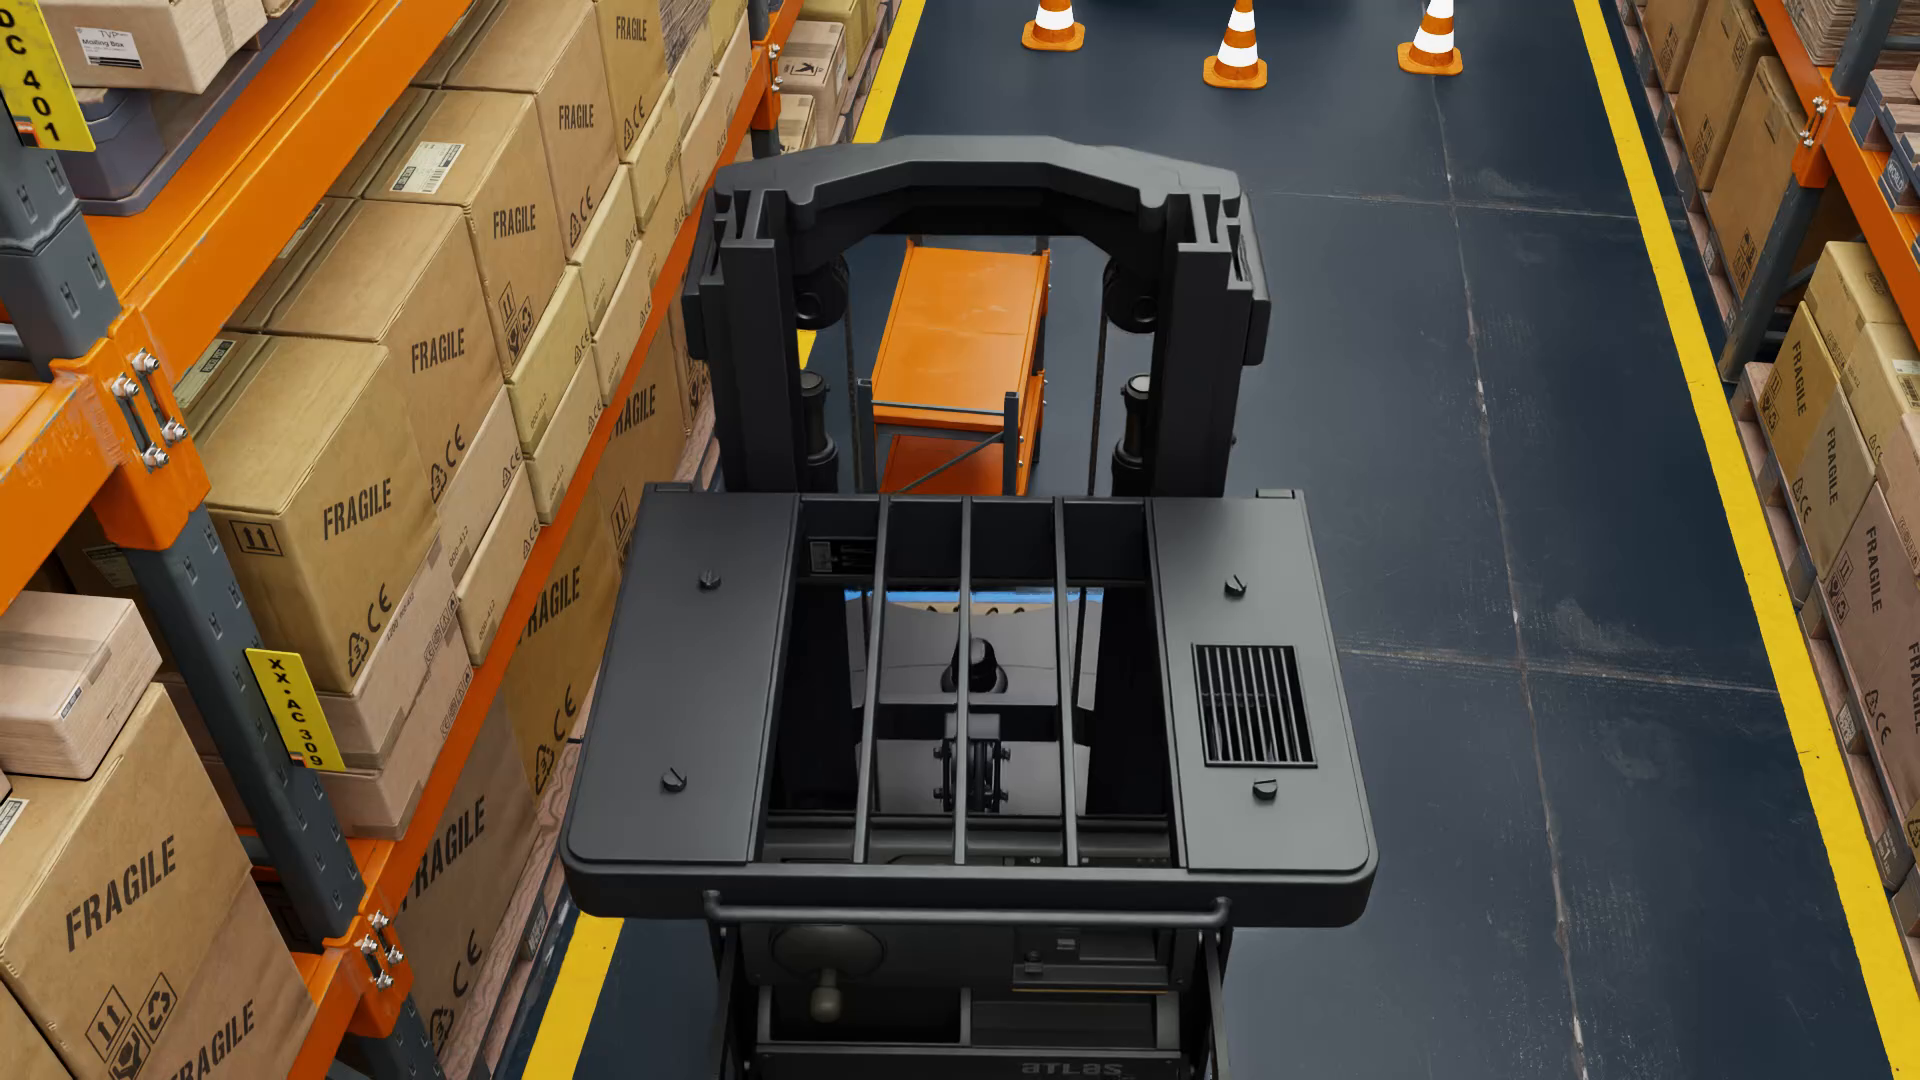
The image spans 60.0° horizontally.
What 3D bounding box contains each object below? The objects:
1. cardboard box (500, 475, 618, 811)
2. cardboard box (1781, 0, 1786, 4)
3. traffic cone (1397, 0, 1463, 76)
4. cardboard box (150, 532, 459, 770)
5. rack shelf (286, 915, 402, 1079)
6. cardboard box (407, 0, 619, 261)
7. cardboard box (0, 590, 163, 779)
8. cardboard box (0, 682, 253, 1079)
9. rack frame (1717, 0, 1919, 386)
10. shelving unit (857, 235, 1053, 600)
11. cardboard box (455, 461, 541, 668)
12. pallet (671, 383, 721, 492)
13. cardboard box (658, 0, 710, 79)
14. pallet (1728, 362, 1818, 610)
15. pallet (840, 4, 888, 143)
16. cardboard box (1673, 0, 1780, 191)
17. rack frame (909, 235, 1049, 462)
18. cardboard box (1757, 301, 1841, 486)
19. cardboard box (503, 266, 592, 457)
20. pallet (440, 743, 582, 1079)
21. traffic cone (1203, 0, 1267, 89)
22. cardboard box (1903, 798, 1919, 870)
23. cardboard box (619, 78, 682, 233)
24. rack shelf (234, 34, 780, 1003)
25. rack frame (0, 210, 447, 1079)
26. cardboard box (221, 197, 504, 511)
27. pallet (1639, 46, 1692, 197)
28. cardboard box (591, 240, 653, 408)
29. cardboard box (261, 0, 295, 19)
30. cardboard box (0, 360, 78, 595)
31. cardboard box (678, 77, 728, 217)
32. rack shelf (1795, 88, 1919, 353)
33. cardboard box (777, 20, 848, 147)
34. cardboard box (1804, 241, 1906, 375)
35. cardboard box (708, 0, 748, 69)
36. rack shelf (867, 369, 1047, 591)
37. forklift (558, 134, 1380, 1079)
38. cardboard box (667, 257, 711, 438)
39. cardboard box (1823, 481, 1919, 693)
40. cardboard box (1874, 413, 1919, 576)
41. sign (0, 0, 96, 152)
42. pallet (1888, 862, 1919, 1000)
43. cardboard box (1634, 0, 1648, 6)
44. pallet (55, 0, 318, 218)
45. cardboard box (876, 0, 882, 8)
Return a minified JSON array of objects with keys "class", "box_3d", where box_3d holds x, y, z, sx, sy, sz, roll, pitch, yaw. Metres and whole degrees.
[{"class":"cardboard box","box_3d":[-1.651,0.182,5.116,0.875,0.875,0.875,6,44,7]},{"class":"cardboard box","box_3d":[3.544,-2.443,6.576,0.500,0.500,0.500,5,44,6]},{"class":"traffic cone","box_3d":[2.538,-2.764,8.833,0.336,0.463,0.334,5,44,6]},{"class":"cardboard box","box_3d":[-1.428,0.208,3.594,0.500,0.250,0.500,4,44,4]},{"class":"rack shelf","box_3d":[-2.030,2.233,2.233,1.077,0.370,4.000,5,44,6]},{"class":"cardboard box","box_3d":[-1.251,-1.108,4.438,0.500,0.500,0.500,5,44,5]},{"class":"cardboard box","box_3d":[-1.490,0.213,2.572,0.380,0.149,0.250,4,44,5]},{"class":"cardboard box","box_3d":[-1.554,0.557,2.681,0.500,0.500,0.500,5,44,5]},{"class":"rack frame","box_3d":[3.684,-1.736,5.902,1.000,3.000,0.127,5,44,6]},{"class":"shelving unit","box_3d":[-0.001,-0.404,5.858,0.538,1.125,1.048,5,44,6]},{"class":"cardboard box","box_3d":[-1.378,0.035,4.140,0.500,0.250,0.500,4,44,4]},{"class":"pallet","box_3d":[-1.415,-0.574,6.703,1.003,0.211,1.213,5,44,6]},{"class":"cardboard box","box_3d":[-1.105,-1.790,5.159,0.500,0.500,0.500,6,44,6]},{"class":"pallet","box_3d":[3.579,-0.191,6.298,1.003,0.211,1.213,5,44,6]},{"class":"pallet","box_3d":[-0.968,-2.466,8.701,1.003,0.211,1.213,5,44,6]},{"class":"cardboard box","box_3d":[3.965,-2.074,7.590,1.050,0.750,0.750,6,44,6]},{"class":"rack frame","box_3d":[0.066,-0.750,6.224,0.500,1.125,0.032,5,44,6]},{"class":"cardboard box","box_3d":[3.337,-0.522,6.132,0.500,0.500,0.500,4,44,4]},{"class":"cardboard box","box_3d":[-1.293,-0.491,4.333,0.500,0.250,0.500,6,44,6]},{"class":"pallet","box_3d":[-1.738,1.089,4.946,1.003,0.211,1.213,5,44,6]},{"class":"traffic cone","box_3d":[1.469,-2.661,8.724,0.336,0.463,0.334,5,44,6]},{"class":"cardboard box","box_3d":[3.071,0.869,4.664,0.500,0.500,0.500,4,44,5]},{"class":"cardboard box","box_3d":[-1.160,-1.190,5.071,0.500,0.250,0.500,4,44,4]},{"class":"rack shelf","box_3d":[-1.501,-0.493,5.112,1.077,0.370,4.000,5,44,6]},{"class":"rack frame","box_3d":[-1.765,0.609,3.425,1.000,3.000,0.127,5,44,6]},{"class":"cardboard box","box_3d":[-1.382,-0.413,3.705,0.500,0.500,0.500,5,44,5]},{"class":"pallet","box_3d":[4.026,-2.083,8.296,1.003,0.211,1.213,5,44,6]},{"class":"cardboard box","box_3d":[-1.220,-0.653,4.867,0.500,0.250,0.500,5,44,5]},{"class":"cardboard box","box_3d":[-1.361,-1.243,2.821,0.500,0.500,0.500,5,44,5]},{"class":"cardboard box","box_3d":[-1.955,-0.117,3.392,0.500,0.500,0.500,7,44,7]},{"class":"cardboard box","box_3d":[-1.098,-1.345,5.597,0.500,0.250,0.500,6,44,6]},{"class":"rack shelf","box_3d":[3.419,-0.112,4.709,1.077,0.370,4.000,5,44,6]},{"class":"cardboard box","box_3d":[-1.062,-2.203,8.001,0.950,0.372,0.625,4,44,5]},{"class":"cardboard box","box_3d":[3.352,-0.805,5.886,0.500,0.250,0.500,3,44,4]},{"class":"cardboard box","box_3d":[-1.049,-1.891,5.811,0.500,0.250,0.500,5,44,5]},{"class":"rack shelf","box_3d":[-0.001,-0.226,6.027,0.538,0.278,1.000,5,44,6]},{"class":"forklift","box_3d":[0.017,0.866,3.203,1.130,2.935,3.031,1,43,1]},{"class":"cardboard box","box_3d":[-1.410,-1.035,6.401,0.875,0.875,0.875,5,44,5]},{"class":"cardboard box","box_3d":[3.211,0.172,5.400,0.500,0.500,0.500,4,44,4]},{"class":"cardboard box","box_3d":[3.207,-0.123,5.166,0.500,0.250,0.500,6,44,6]},{"class":"sign","box_3d":[-1.215,-0.647,2.136,0.100,0.325,0.005,5,44,6]},{"class":"pallet","box_3d":[3.256,1.472,4.542,1.003,0.211,1.213,5,44,6]},{"class":"cardboard box","box_3d":[4.219,-3.366,8.954,1.050,0.750,0.750,5,44,5]},{"class":"pallet","box_3d":[-1.693,-1.040,3.124,0.805,0.209,1.217,4,44,4]},{"class":"cardboard box","box_3d":[-0.866,-3.193,9.047,0.950,0.372,0.625,8,44,8]}]
